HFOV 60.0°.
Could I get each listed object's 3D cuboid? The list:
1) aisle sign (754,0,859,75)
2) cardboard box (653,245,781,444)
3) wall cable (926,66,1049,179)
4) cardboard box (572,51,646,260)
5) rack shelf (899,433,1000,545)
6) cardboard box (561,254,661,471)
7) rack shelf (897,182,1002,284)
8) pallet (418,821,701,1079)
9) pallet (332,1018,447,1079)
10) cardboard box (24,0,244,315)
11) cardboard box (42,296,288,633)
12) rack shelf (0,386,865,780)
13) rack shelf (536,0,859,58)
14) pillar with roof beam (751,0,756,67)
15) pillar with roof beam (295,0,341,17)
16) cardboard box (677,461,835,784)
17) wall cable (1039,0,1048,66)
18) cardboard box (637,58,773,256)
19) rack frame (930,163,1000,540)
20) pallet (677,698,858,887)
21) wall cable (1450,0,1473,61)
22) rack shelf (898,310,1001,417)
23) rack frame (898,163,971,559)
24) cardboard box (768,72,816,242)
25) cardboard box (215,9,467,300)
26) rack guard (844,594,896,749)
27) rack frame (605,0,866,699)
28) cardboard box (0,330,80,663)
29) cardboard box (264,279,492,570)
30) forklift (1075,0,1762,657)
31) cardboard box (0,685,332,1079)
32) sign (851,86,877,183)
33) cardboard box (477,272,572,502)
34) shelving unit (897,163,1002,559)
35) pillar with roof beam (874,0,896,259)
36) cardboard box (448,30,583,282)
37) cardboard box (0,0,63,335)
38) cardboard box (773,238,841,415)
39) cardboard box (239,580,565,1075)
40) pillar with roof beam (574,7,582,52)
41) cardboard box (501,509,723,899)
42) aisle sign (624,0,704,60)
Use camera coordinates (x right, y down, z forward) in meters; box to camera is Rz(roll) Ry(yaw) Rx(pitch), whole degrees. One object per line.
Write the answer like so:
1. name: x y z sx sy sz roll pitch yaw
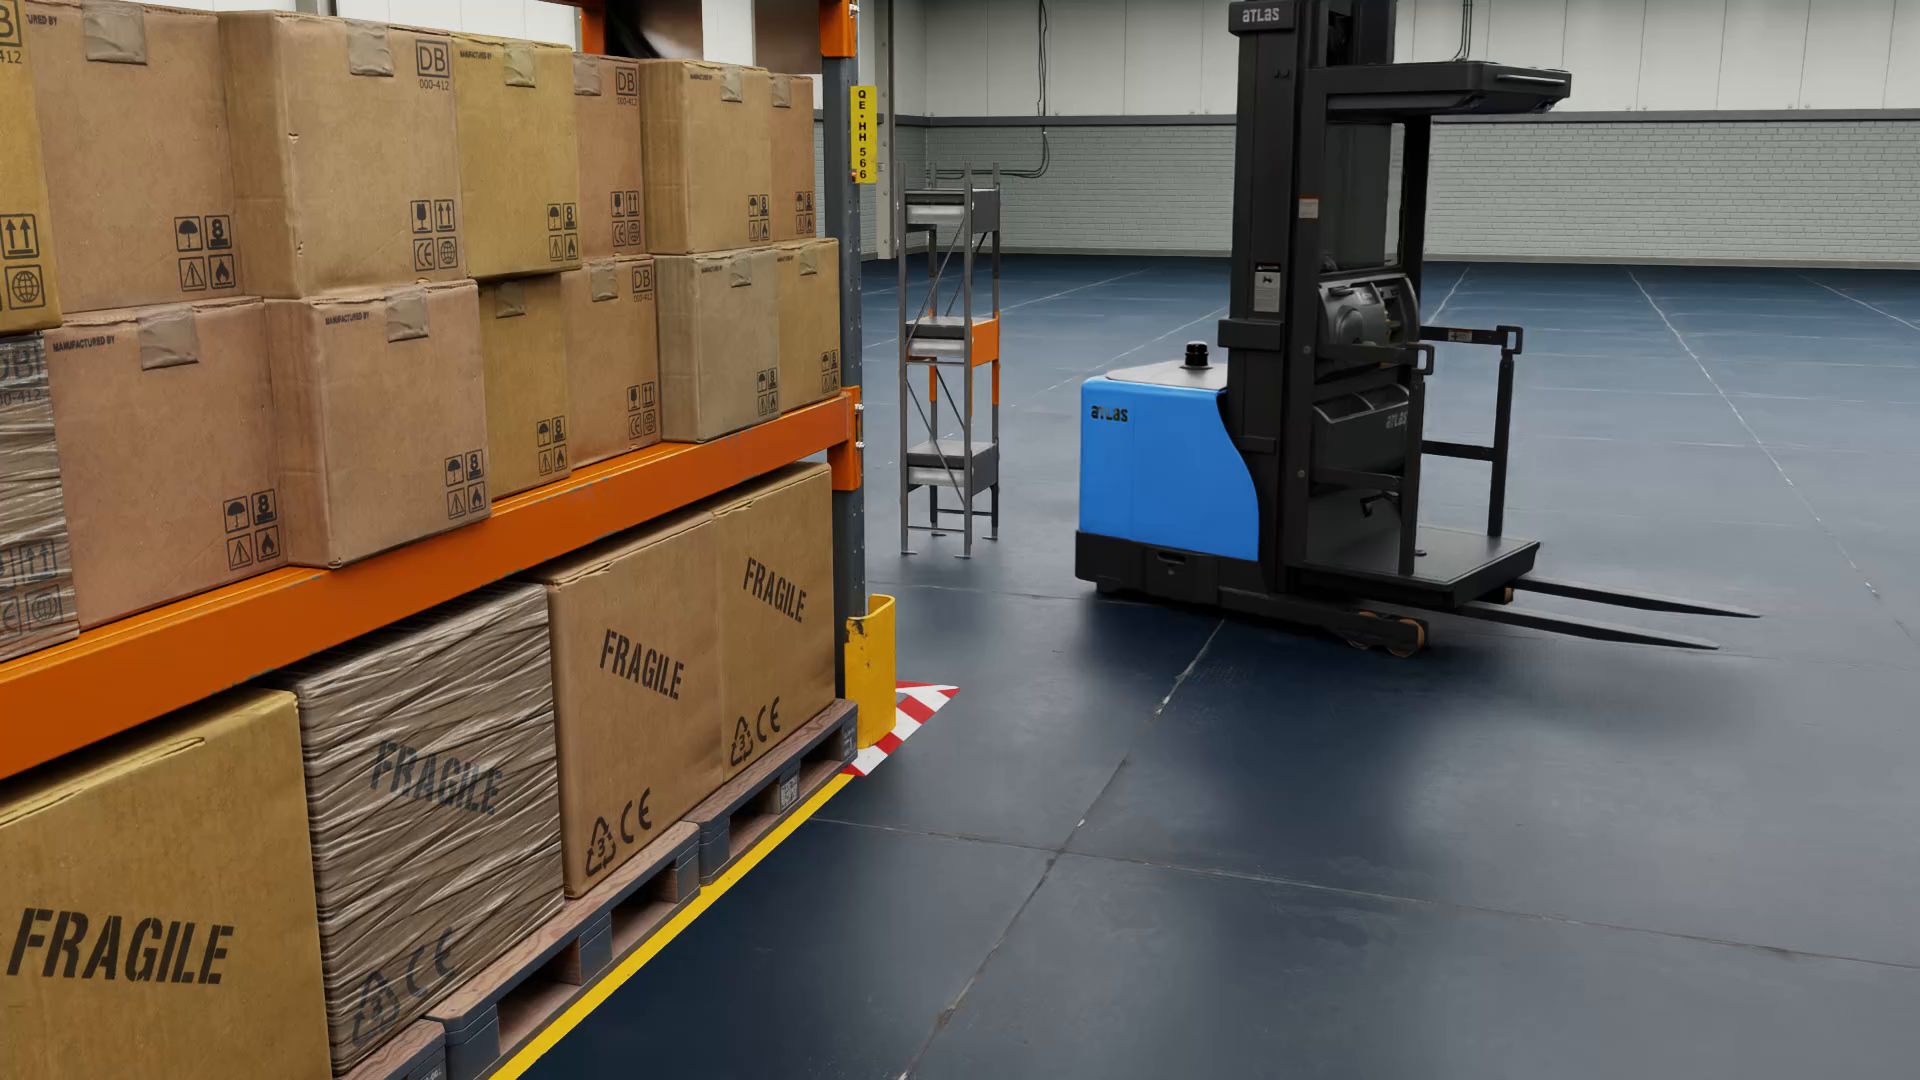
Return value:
1. aisle sign: -0.537 -2.022 5.766 0.394 0.787 0.004 4 14 18
2. cardboard box: -1.079 -0.636 5.197 0.875 0.550 0.550 4 14 18
3. wall cable: 0.575 -9.624 38.410 3.097 2.526 0.112 4 14 18
4. cardboard box: -1.401 -1.055 4.607 0.875 0.550 0.550 4 14 18
5. rack shelf: -0.054 -0.293 9.260 0.431 0.518 0.480 4 14 18
6. cardboard box: -1.379 -0.527 4.720 0.875 0.550 0.550 4 14 18
7. rack shelf: -0.054 -1.658 8.949 0.431 0.518 0.480 4 14 18
8. pallet: -1.425 1.028 4.510 1.003 0.211 1.213 4 14 18
9. pallet: -1.818 1.286 3.381 1.003 0.211 1.213 4 14 18
10. cardboard box: -1.918 -0.718 3.131 0.875 0.550 0.550 4 14 18
11. cardboard box: -1.874 -0.189 3.236 0.875 0.550 0.550 4 14 18
12. rack shelf: -1.491 0.010 4.319 1.077 0.370 4.000 4 14 18
13. rack shelf: -1.491 -1.452 3.985 1.077 0.370 4.000 4 14 18
14. pillar with roof beam: 0.502 -9.040 28.871 9.100 9.000 0.400 4 14 18
15. pillar with roof beam: -3.380 -6.513 17.801 9.100 9.000 0.400 4 14 18
16. cardboard box: -1.001 0.217 5.627 0.875 0.875 0.875 4 14 19
17. wall cable: 3.134 -11.892 36.994 3.097 2.526 0.112 4 14 18
18. cardboard box: -1.091 -1.163 5.081 0.875 0.550 0.550 4 14 18
19. rack frame: 0.025 -1.040 9.327 0.400 2.100 0.015 4 14 18
20. pallet: -1.029 0.772 5.632 1.003 0.211 1.213 4 14 18
21. wall cable: 9.552 -12.109 34.676 2.305 6.003 0.169 4 14 18
22. rack shelf: -0.054 -0.976 9.105 0.431 0.518 0.480 4 14 18
23. rack frame: -0.133 -0.937 8.876 0.400 2.100 0.015 4 14 18
24. cardboard box: -1.001 -1.286 5.617 0.875 0.550 0.550 4 14 18
25. cardboard box: -1.614 -0.822 3.586 0.875 0.550 0.550 4 14 18
26. rack guard: -0.836 0.452 6.384 1.175 0.500 0.348 4 14 18
27. rack frame: -0.844 -0.762 6.084 1.000 3.000 0.127 4 14 18
28. cardboard box: -2.030 -0.071 2.722 0.875 0.550 0.550 4 14 18
29. cardboard box: -1.588 -0.294 3.697 0.875 0.550 0.550 4 14 18
30. forklift: 2.041 -1.051 7.506 3.031 2.935 1.130 10 16 38
31. cardboard box: -1.869 0.784 3.142 0.875 0.875 0.875 5 14 19
32. sign: -0.335 -1.400 5.745 0.100 0.325 0.005 4 14 18
33. cardboard box: -1.511 -0.413 4.218 0.875 0.550 0.500 4 14 18
34. shelving unit: -0.054 -0.989 9.102 0.431 2.100 0.503 4 14 18
35. pillar with roof beam: 2.444 -10.303 34.406 9.100 9.000 0.400 4 14 18
36. cardboard box: -1.450 -0.934 4.077 0.875 0.550 0.500 4 14 18
37. cardboard box: -1.986 -0.594 2.587 0.875 0.550 0.550 4 14 18
38. cardboard box: -0.921 -0.753 5.711 0.875 0.550 0.550 4 14 18
39. cardboard box: -1.581 0.594 3.975 0.875 0.875 0.875 4 14 19
40. pillar with roof beam: -1.439 -7.776 23.336 9.100 9.000 0.400 4 14 18
41. cardboard box: -1.284 0.402 4.815 0.875 0.875 0.875 4 13 18
42. aisle sign: -1.105 -2.066 5.955 0.394 0.787 0.004 4 14 18
